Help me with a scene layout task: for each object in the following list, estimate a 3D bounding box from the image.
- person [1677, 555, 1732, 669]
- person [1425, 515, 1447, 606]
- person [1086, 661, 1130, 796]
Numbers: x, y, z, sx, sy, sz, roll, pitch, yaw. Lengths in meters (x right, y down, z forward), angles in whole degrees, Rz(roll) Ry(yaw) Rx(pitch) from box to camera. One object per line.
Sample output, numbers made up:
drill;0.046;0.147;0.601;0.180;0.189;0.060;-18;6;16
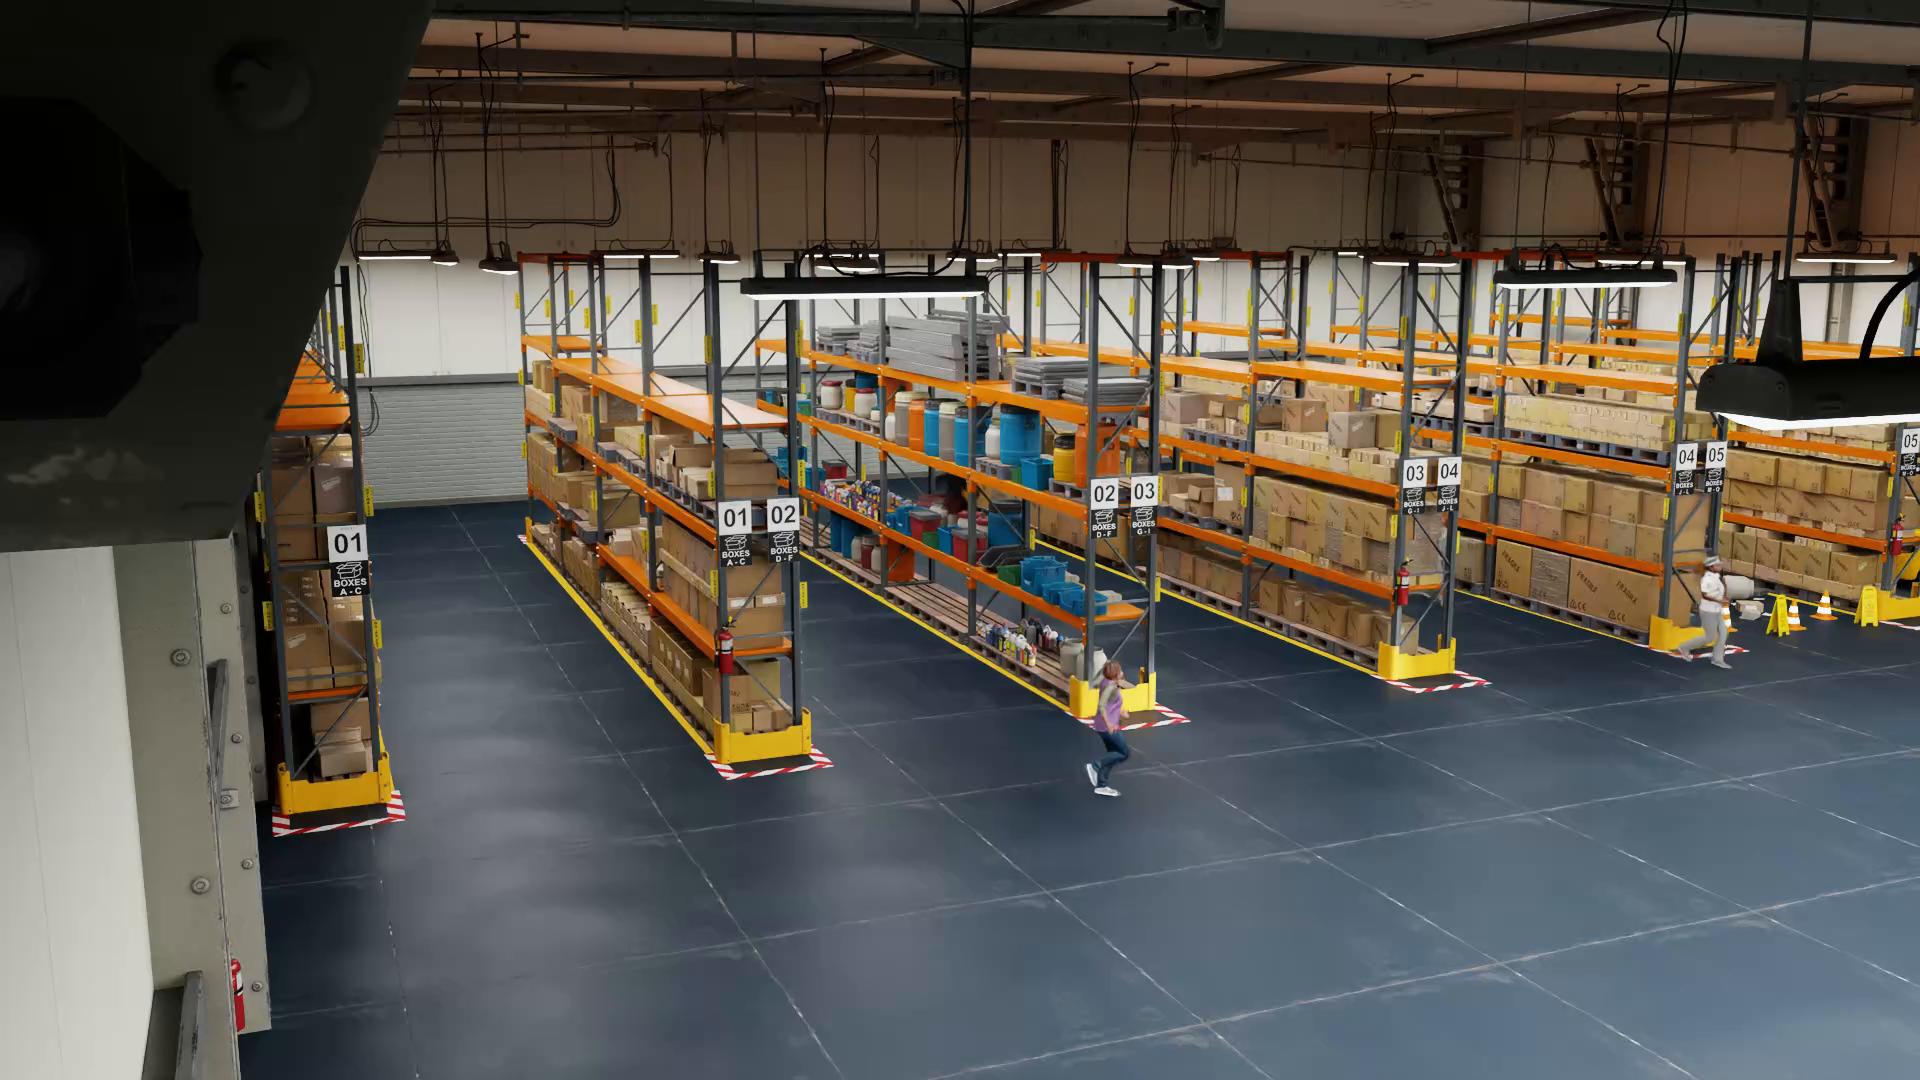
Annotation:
person;11.079;1.061;24.620;0.759;1.709;0.591;7;12;33
person;8.257;0.334;28.690;0.538;1.578;0.881;-5;12;-26
person;1.700;2.151;19.011;0.525;1.558;0.549;-1;10;-4
